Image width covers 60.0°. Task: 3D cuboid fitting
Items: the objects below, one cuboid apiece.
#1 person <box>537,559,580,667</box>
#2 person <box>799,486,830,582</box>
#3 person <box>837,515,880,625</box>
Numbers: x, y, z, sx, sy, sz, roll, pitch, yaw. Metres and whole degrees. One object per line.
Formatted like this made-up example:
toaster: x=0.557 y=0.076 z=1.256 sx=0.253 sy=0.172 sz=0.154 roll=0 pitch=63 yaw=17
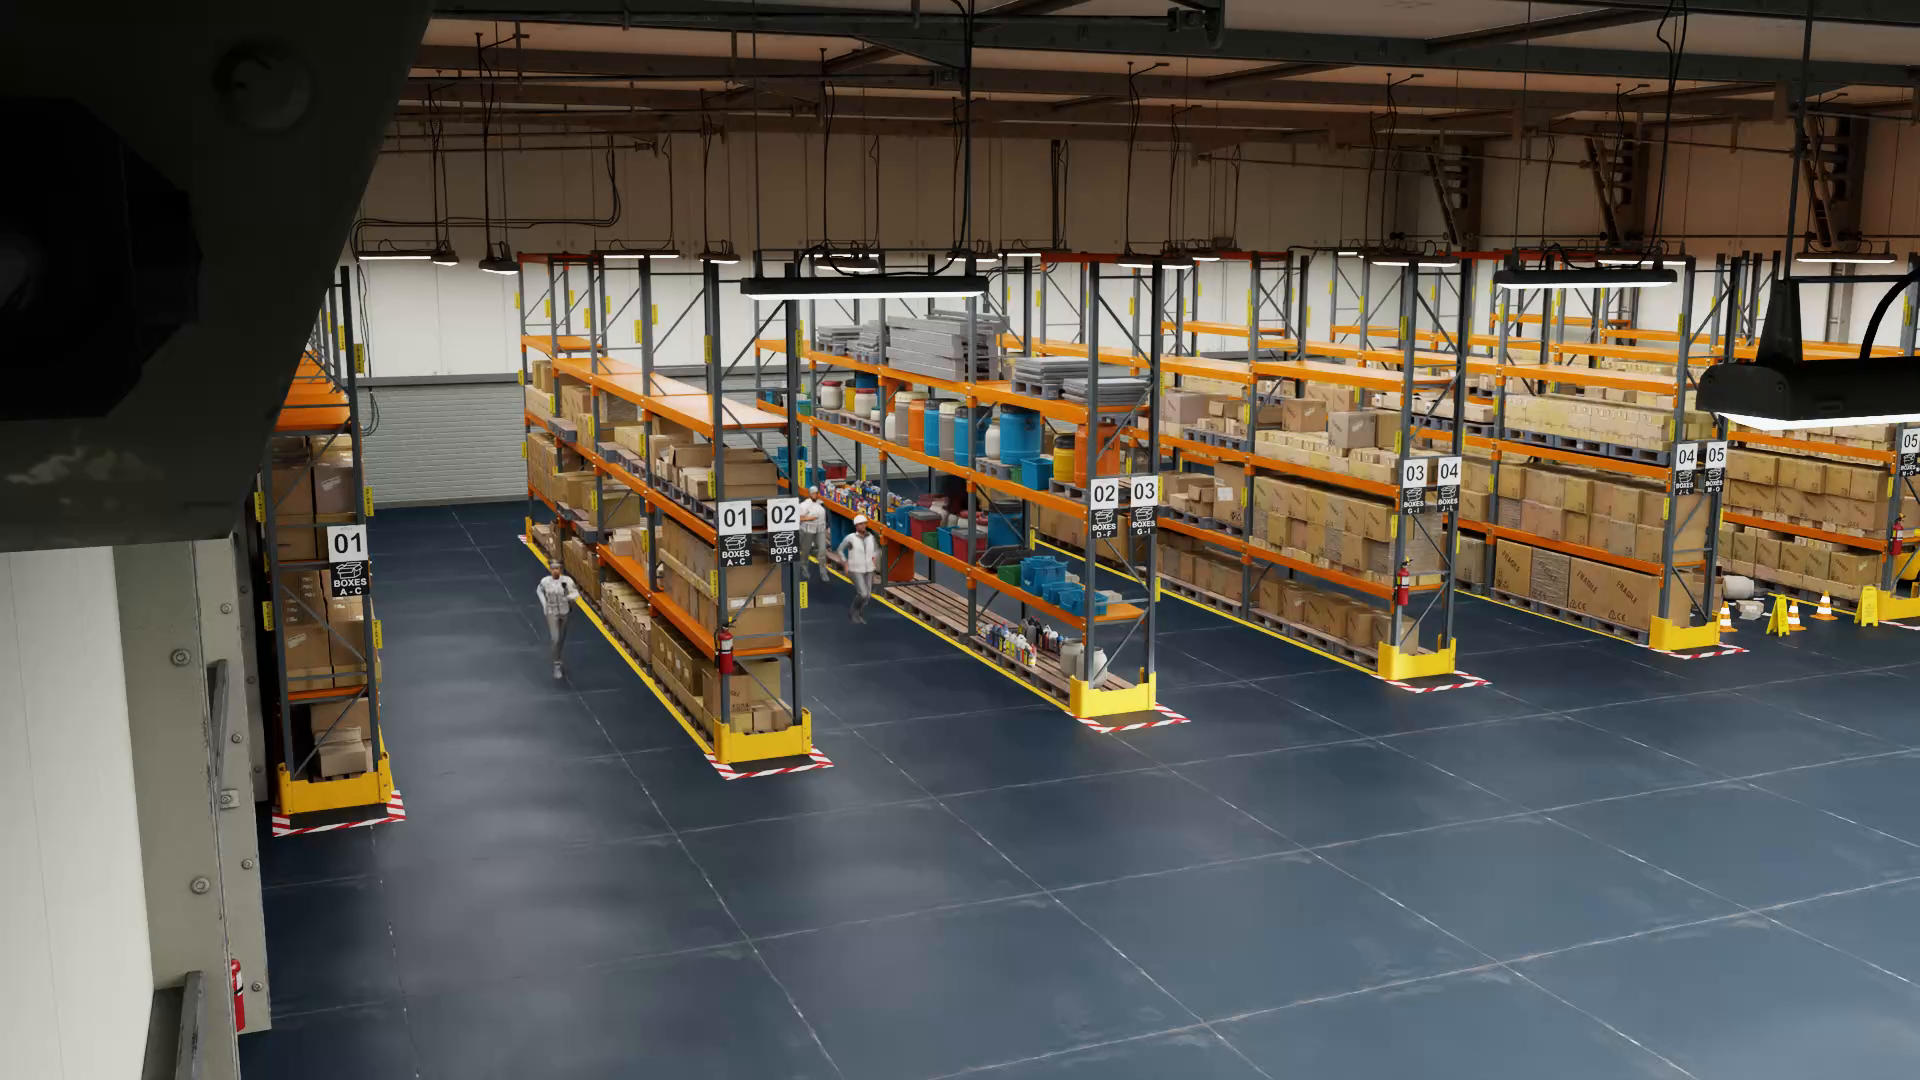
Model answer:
person: x=-5.853 y=1.034 z=24.306 sx=0.584 sy=1.597 sz=0.733 roll=-4 pitch=11 yaw=-20
person: x=-2.612 y=-0.113 z=29.617 sx=0.562 sy=1.712 sz=0.877 roll=-5 pitch=12 yaw=-25
person: x=-1.522 y=0.487 z=25.930 sx=0.638 sy=1.754 sz=0.592 roll=-6 pitch=12 yaw=-31
